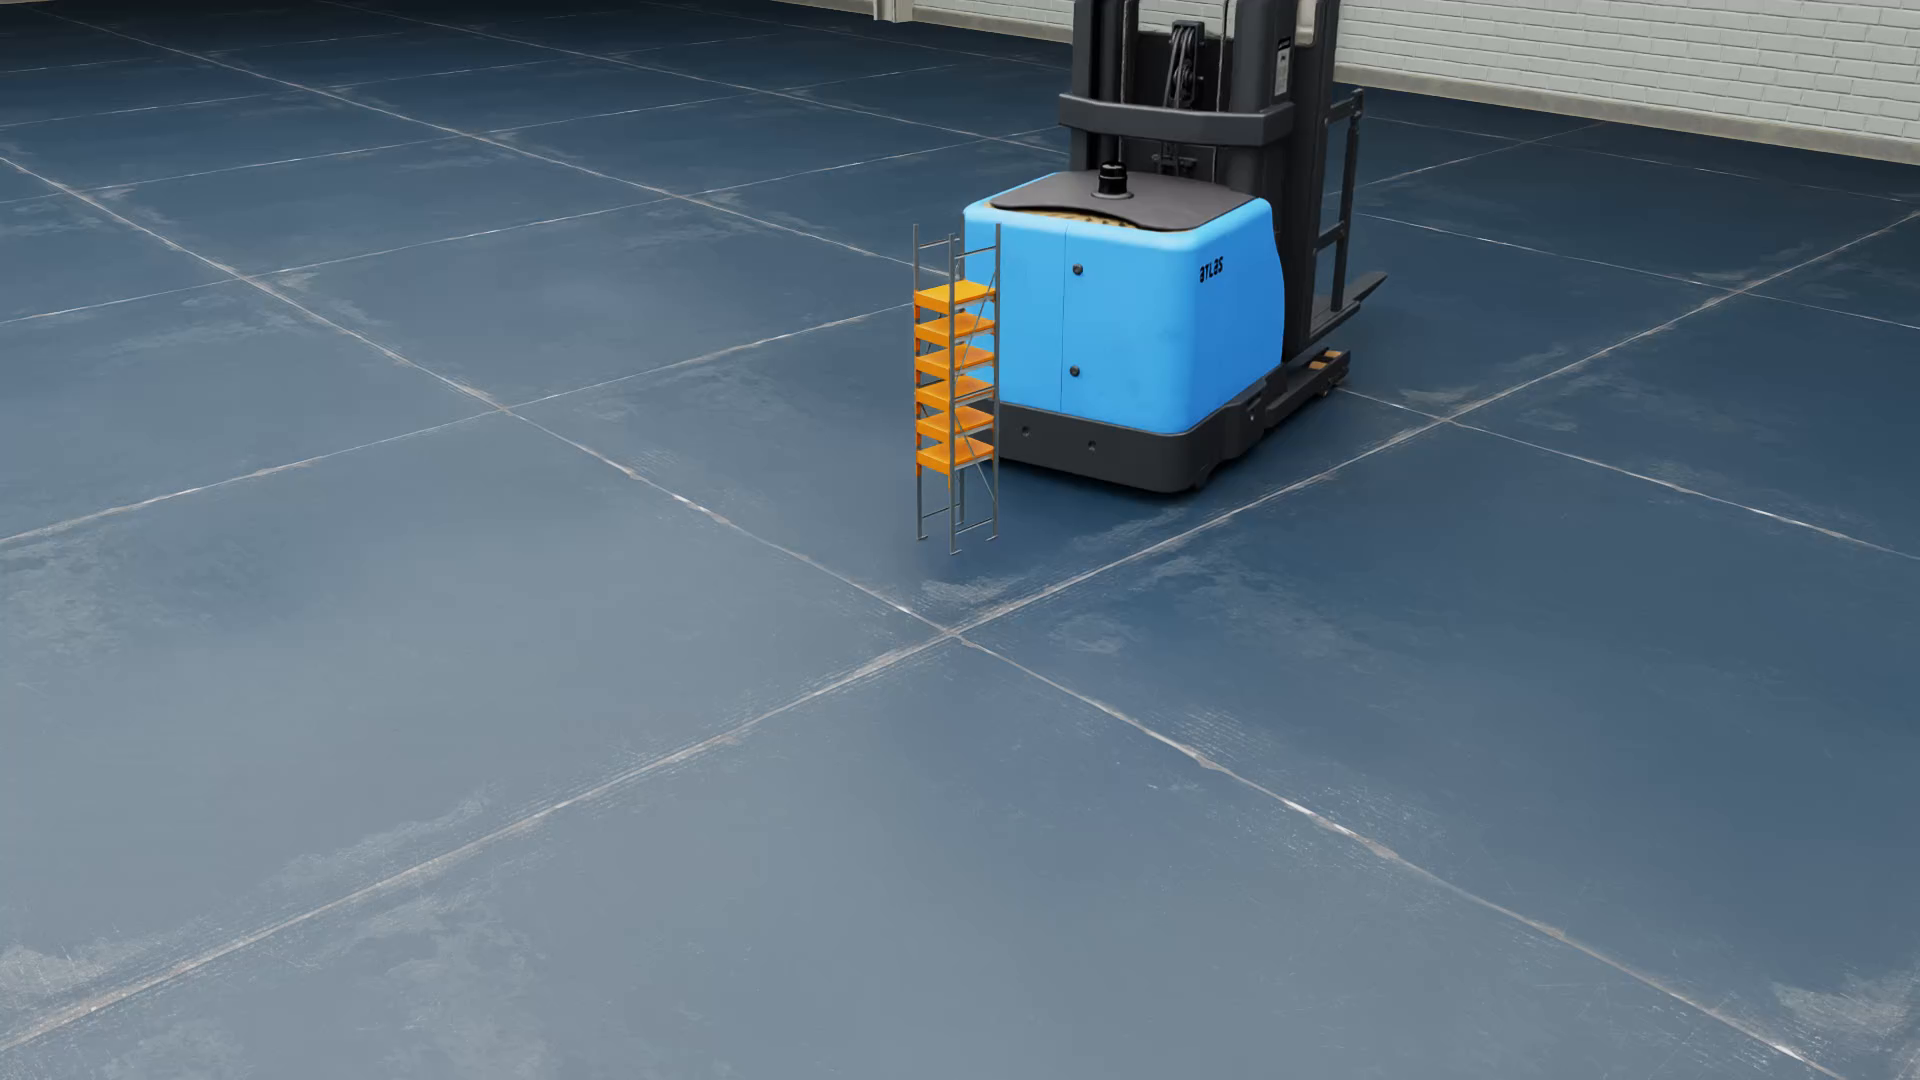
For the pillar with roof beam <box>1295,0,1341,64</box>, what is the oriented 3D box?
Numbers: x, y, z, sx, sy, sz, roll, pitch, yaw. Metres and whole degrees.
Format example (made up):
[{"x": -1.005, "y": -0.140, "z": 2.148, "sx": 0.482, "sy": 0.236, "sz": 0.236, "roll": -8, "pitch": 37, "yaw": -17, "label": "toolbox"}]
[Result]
[{"x": 0.170, "y": -7.264, "z": 11.332, "sx": 9.100, "sy": 9.000, "sz": 0.400, "roll": -21, "pitch": 32, "yaw": -38, "label": "pillar with roof beam"}]

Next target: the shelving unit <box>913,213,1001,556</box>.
[{"x": -0.010, "y": -0.550, "z": 6.011, "sx": 0.258, "sy": 1.200, "sz": 0.189, "roll": -21, "pitch": 32, "yaw": -38, "label": "shelving unit"}]

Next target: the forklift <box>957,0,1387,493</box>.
[{"x": 1.187, "y": -2.085, "z": 7.288, "sx": 1.130, "sy": 2.935, "sz": 3.031, "roll": 14, "pitch": 28, "yaw": 28, "label": "forklift"}]

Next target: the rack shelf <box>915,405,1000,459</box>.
[{"x": -0.010, "y": -0.401, "z": 6.079, "sx": 0.258, "sy": 0.103, "sz": 0.180, "roll": -21, "pitch": 32, "yaw": -38, "label": "rack shelf"}]

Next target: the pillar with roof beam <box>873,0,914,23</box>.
[{"x": -3.931, "y": -9.082, "z": 15.316, "sx": 9.100, "sy": 9.000, "sz": 0.400, "roll": -21, "pitch": 32, "yaw": -38, "label": "pillar with roof beam"}]

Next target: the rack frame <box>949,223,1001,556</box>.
[{"x": 0.053, "y": -0.523, "z": 5.950, "sx": 0.240, "sy": 1.200, "sz": 0.006, "roll": -21, "pitch": 32, "yaw": -38, "label": "rack frame"}]

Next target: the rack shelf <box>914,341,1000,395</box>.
[{"x": -0.010, "y": -0.619, "z": 5.979, "sx": 0.258, "sy": 0.103, "sz": 0.180, "roll": -21, "pitch": 32, "yaw": -38, "label": "rack shelf"}]

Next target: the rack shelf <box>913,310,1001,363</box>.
[{"x": -0.010, "y": -0.728, "z": 5.929, "sx": 0.258, "sy": 0.103, "sz": 0.180, "roll": -21, "pitch": 32, "yaw": -38, "label": "rack shelf"}]

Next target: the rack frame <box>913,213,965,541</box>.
[{"x": -0.072, "y": -0.578, "z": 6.071, "sx": 0.240, "sy": 1.200, "sz": 0.006, "roll": -21, "pitch": 32, "yaw": -38, "label": "rack frame"}]

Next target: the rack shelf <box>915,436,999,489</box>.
[{"x": -0.010, "y": -0.291, "z": 6.129, "sx": 0.258, "sy": 0.103, "sz": 0.180, "roll": -21, "pitch": 32, "yaw": -38, "label": "rack shelf"}]

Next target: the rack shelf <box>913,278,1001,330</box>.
[{"x": -0.010, "y": -0.837, "z": 5.880, "sx": 0.258, "sy": 0.103, "sz": 0.180, "roll": -21, "pitch": 32, "yaw": -38, "label": "rack shelf"}]

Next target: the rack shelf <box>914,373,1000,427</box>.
[{"x": -0.010, "y": -0.510, "z": 6.029, "sx": 0.258, "sy": 0.103, "sz": 0.180, "roll": -21, "pitch": 32, "yaw": -38, "label": "rack shelf"}]
